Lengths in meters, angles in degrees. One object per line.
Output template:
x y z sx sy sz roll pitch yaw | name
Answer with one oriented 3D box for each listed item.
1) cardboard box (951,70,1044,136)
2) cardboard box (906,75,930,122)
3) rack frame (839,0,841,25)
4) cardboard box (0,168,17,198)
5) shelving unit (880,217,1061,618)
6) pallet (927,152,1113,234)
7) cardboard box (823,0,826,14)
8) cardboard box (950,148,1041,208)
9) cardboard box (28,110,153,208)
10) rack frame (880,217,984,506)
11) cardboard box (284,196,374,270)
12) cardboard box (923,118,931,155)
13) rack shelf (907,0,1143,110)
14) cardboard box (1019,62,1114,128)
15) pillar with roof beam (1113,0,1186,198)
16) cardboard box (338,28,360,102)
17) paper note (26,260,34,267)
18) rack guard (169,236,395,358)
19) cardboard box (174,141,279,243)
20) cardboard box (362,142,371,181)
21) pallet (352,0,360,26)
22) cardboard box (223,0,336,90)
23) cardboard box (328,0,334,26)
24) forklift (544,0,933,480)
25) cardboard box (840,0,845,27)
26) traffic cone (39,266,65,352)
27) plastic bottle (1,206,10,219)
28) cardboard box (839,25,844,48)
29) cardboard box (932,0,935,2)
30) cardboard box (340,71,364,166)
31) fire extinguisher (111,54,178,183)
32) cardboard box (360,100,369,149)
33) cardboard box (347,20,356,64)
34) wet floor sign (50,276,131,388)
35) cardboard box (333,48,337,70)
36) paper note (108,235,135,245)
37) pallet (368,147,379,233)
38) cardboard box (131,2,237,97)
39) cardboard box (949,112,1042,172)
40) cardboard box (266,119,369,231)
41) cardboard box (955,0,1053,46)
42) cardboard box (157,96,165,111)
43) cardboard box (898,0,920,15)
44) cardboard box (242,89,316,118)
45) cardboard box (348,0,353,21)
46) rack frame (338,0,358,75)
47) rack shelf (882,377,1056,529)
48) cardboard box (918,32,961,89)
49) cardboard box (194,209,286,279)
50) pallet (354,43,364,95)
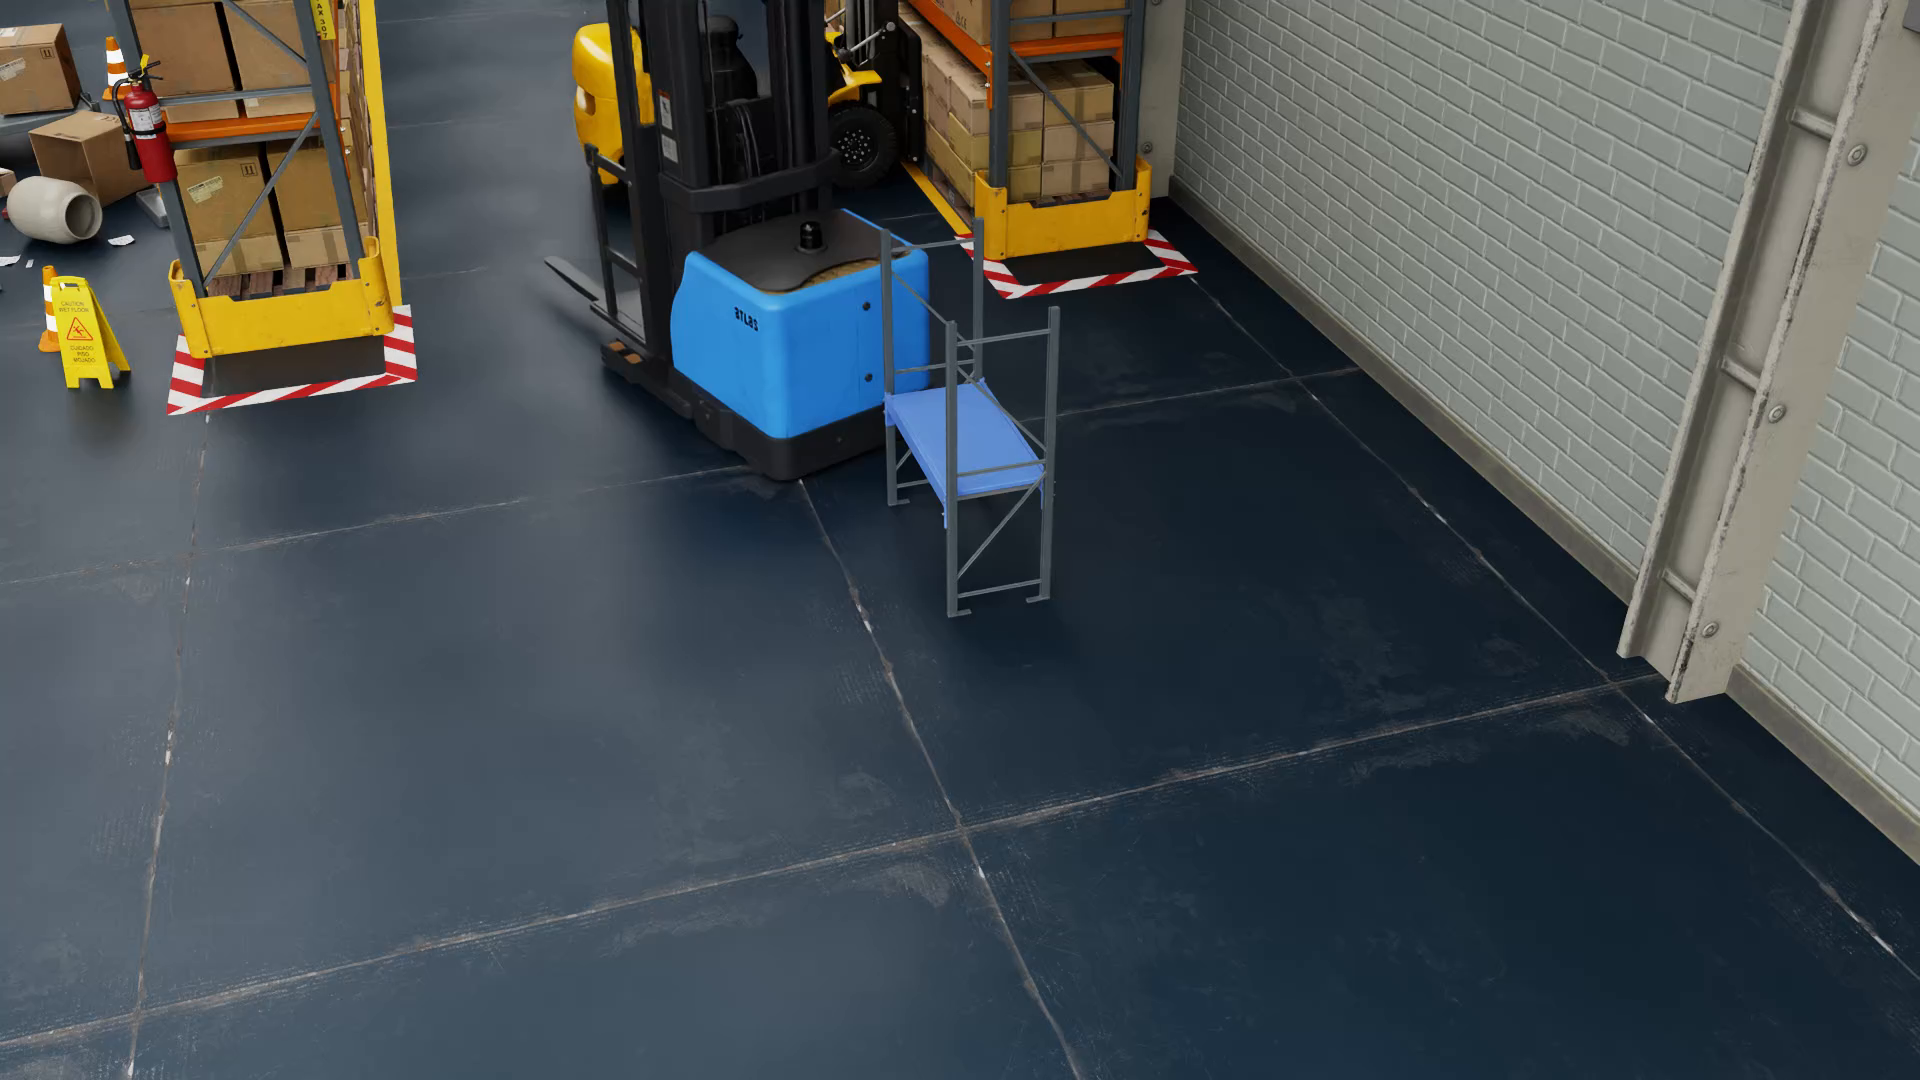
0.247 -2.940 11.185 0.500 0.250 0.500 -9 34 -13 | cardboard box
-0.082 -3.278 12.150 0.500 0.250 0.500 -11 35 -16 | cardboard box
-0.536 -5.406 13.710 1.000 3.000 0.127 -10 35 -15 | rack frame
-7.057 -2.640 12.004 0.396 0.266 0.258 19 38 26 | cardboard box
0.026 -0.581 7.769 0.538 1.500 1.048 -10 35 -15 | shelving unit
0.411 -2.537 11.898 1.003 0.211 1.213 -10 35 -15 | pallet
-0.935 -5.271 15.279 0.875 0.625 0.625 -10 35 -15 | cardboard box
0.240 -2.527 11.467 0.500 0.250 0.500 -10 35 -14 | cardboard box
-6.231 -2.736 11.935 0.500 0.500 0.500 13 36 18 | cardboard box
-0.129 -0.848 8.173 0.500 1.500 0.032 -10 35 -15 | rack frame
-4.024 -1.967 10.619 0.500 0.250 0.500 -10 35 -15 | cardboard box
-0.046 -3.054 12.264 0.500 0.250 0.500 -10 35 -14 | cardboard box
0.074 -4.056 12.319 1.077 0.370 4.000 -10 35 -15 | rack shelf
0.718 -3.035 11.329 0.500 0.250 0.500 -11 35 -15 | cardboard box
-2.769 -5.602 8.565 9.100 9.000 0.400 -10 35 -15 | pillar with roof beam
-4.669 -3.378 12.074 0.500 0.500 0.500 -9 35 -14 | cardboard box
-6.160 -1.832 11.013 0.032 0.001 0.123 -10 35 -15 | paper note
-4.065 -1.466 10.015 1.175 0.500 0.348 -10 35 -15 | rack guard
-4.534 -2.187 10.271 0.500 0.500 0.500 -10 35 -14 | cardboard box
-4.351 -2.521 11.457 0.500 0.250 0.500 -8 34 -12 | cardboard box
-6.245 -5.095 15.770 1.003 0.211 1.213 -10 35 -15 | pallet
-3.922 -2.930 9.603 0.500 0.500 0.500 -11 35 -15 | cardboard box
-4.240 -3.469 10.418 0.500 0.500 0.500 -11 35 -16 | cardboard box
-1.447 -2.282 9.045 1.130 2.935 3.031 -23 40 -31 | forklift
-0.682 -4.337 13.752 0.500 0.250 0.500 -10 35 -15 | cardboard box
-5.401 -1.420 9.978 0.336 0.463 0.334 -10 35 -15 | traffic cone
-6.654 -2.350 11.751 0.133 0.061 0.283 -4 34 -6 | plastic bottle
-0.703 -4.124 13.884 0.500 0.250 0.500 -10 35 -14 | cardboard box
-0.022 -4.105 11.650 0.500 0.500 0.500 -11 35 -16 | cardboard box
-4.341 -2.831 11.246 0.500 0.500 0.500 -9 35 -14 | cardboard box
-4.445 -2.299 9.079 0.296 0.674 0.183 -10 35 -15 | fire extinguisher
-4.653 -3.054 12.264 0.500 0.250 0.500 -11 35 -16 | cardboard box
-5.424 -3.923 13.469 0.950 0.372 0.625 -10 35 -14 | cardboard box
-5.003 -1.207 9.492 0.267 0.644 0.232 1 33 2 | wet floor sign
-4.076 -3.002 10.299 0.380 0.149 0.250 -9 35 -14 | cardboard box
-5.705 -2.043 11.314 0.142 0.019 0.148 -23 40 -31 | paper note
-4.647 -2.417 11.717 1.003 0.211 1.213 -10 35 -15 | pallet
-4.469 -2.874 9.517 0.500 0.500 0.500 -11 35 -16 | cardboard box
0.238 -2.745 11.344 0.500 0.250 0.500 -10 35 -15 | cardboard box
-4.032 -2.292 10.431 0.500 0.500 0.500 -11 35 -16 | cardboard box
0.284 -3.562 10.829 0.500 0.500 0.500 -11 35 -16 | cardboard box
-4.542 -2.639 9.751 0.380 0.149 0.250 -10 35 -15 | cardboard box
-0.378 -4.015 12.811 0.500 0.250 0.500 -9 34 -13 | cardboard box
-3.948 -2.577 9.658 0.380 0.149 0.250 -10 35 -15 | cardboard box
-5.860 -4.665 14.591 0.950 0.372 0.625 -9 34 -13 | cardboard box
-5.262 -4.569 12.444 1.000 3.000 0.127 -10 35 -15 | rack frame
0.026 -0.431 7.868 0.538 0.185 1.000 -10 35 -15 | rack shelf
-0.078 -3.471 11.988 0.500 0.250 0.500 -10 35 -14 | cardboard box
-4.552 -1.889 10.501 0.500 0.250 0.500 -10 35 -15 | cardboard box
-5.501 -3.814 13.831 1.003 0.211 1.213 -10 35 -15 | pallet
